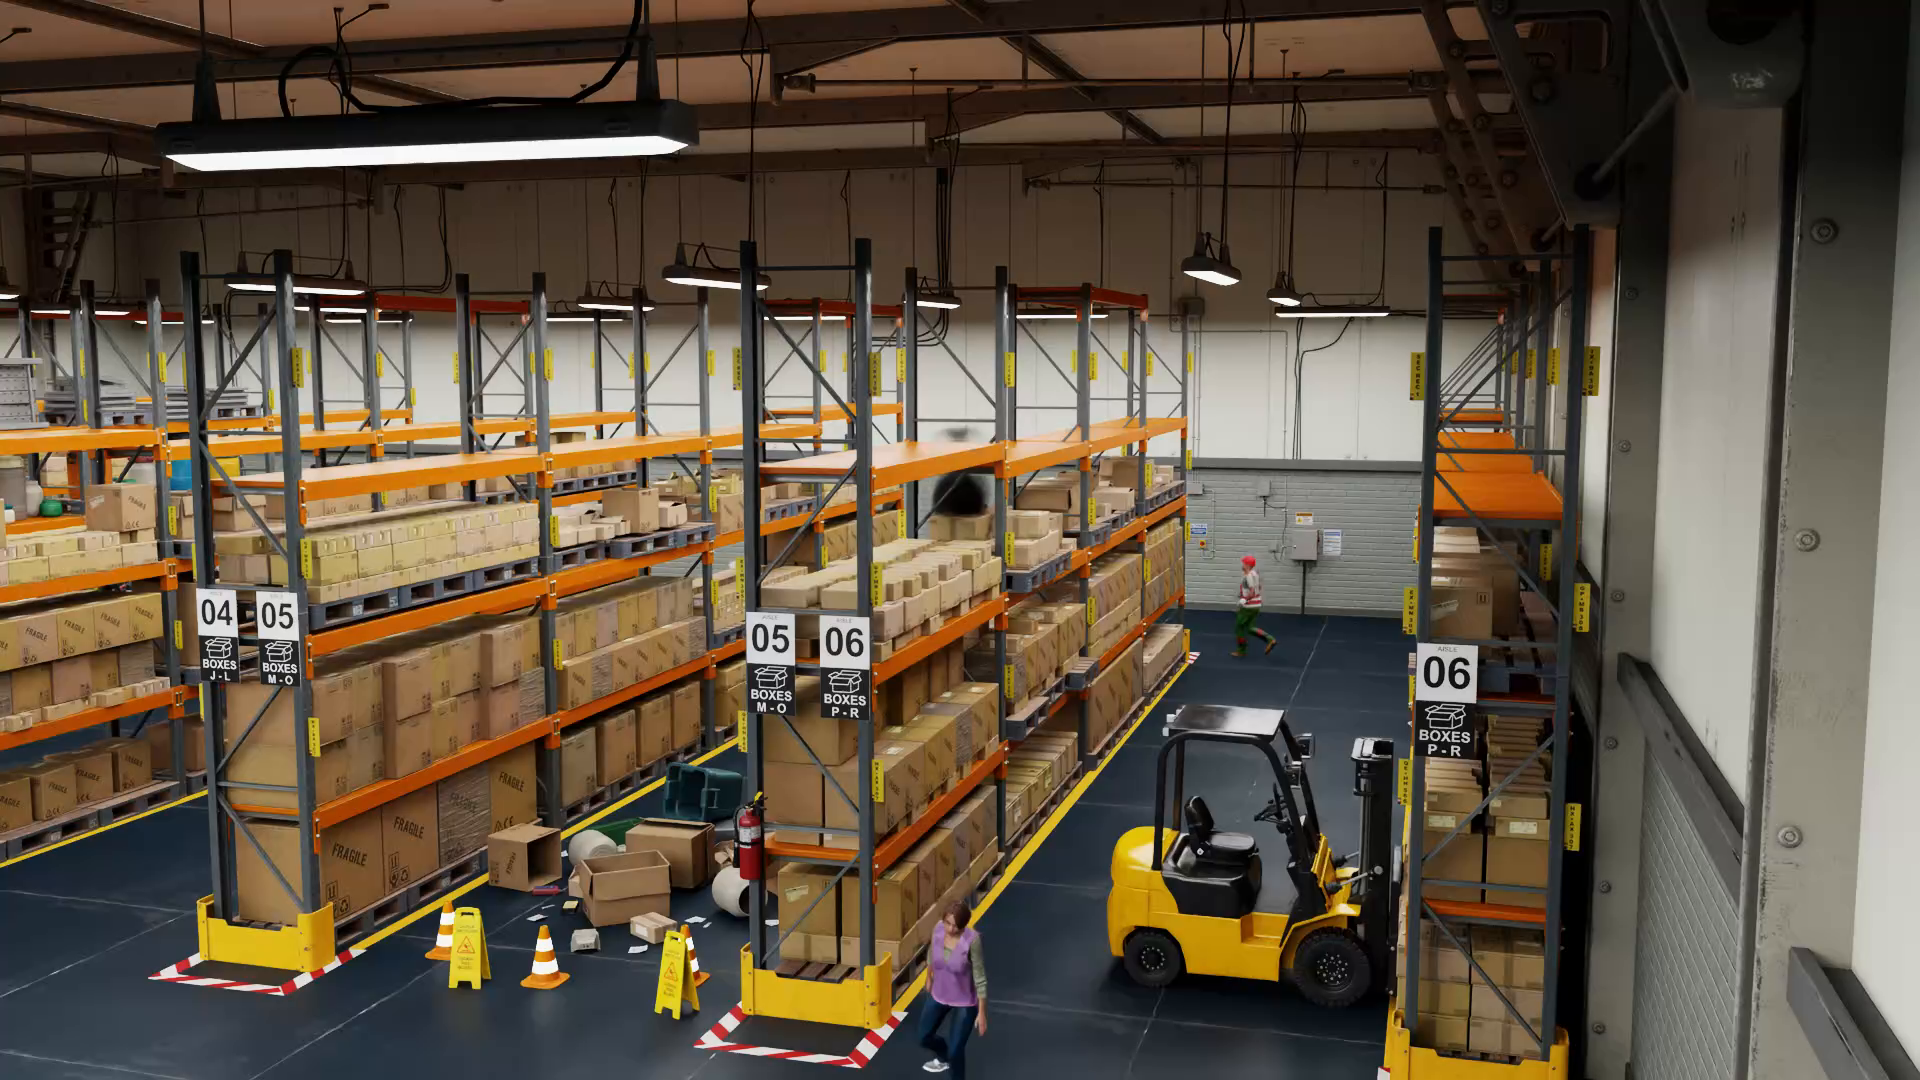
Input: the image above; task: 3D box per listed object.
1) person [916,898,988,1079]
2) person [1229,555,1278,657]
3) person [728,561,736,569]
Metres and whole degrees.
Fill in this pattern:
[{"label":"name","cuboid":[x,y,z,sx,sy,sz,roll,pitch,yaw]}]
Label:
[{"label":"person","cuboid":[-0.039,3.133,11.433,0.683,1.519,0.607,3,7,28]},{"label":"person","cuboid":[4.990,1.136,28.234,0.842,1.753,0.669,4,7,30]},{"label":"person","cuboid":[-3.735,1.172,28.397,0.702,1.693,0.806,2,7,19]}]
